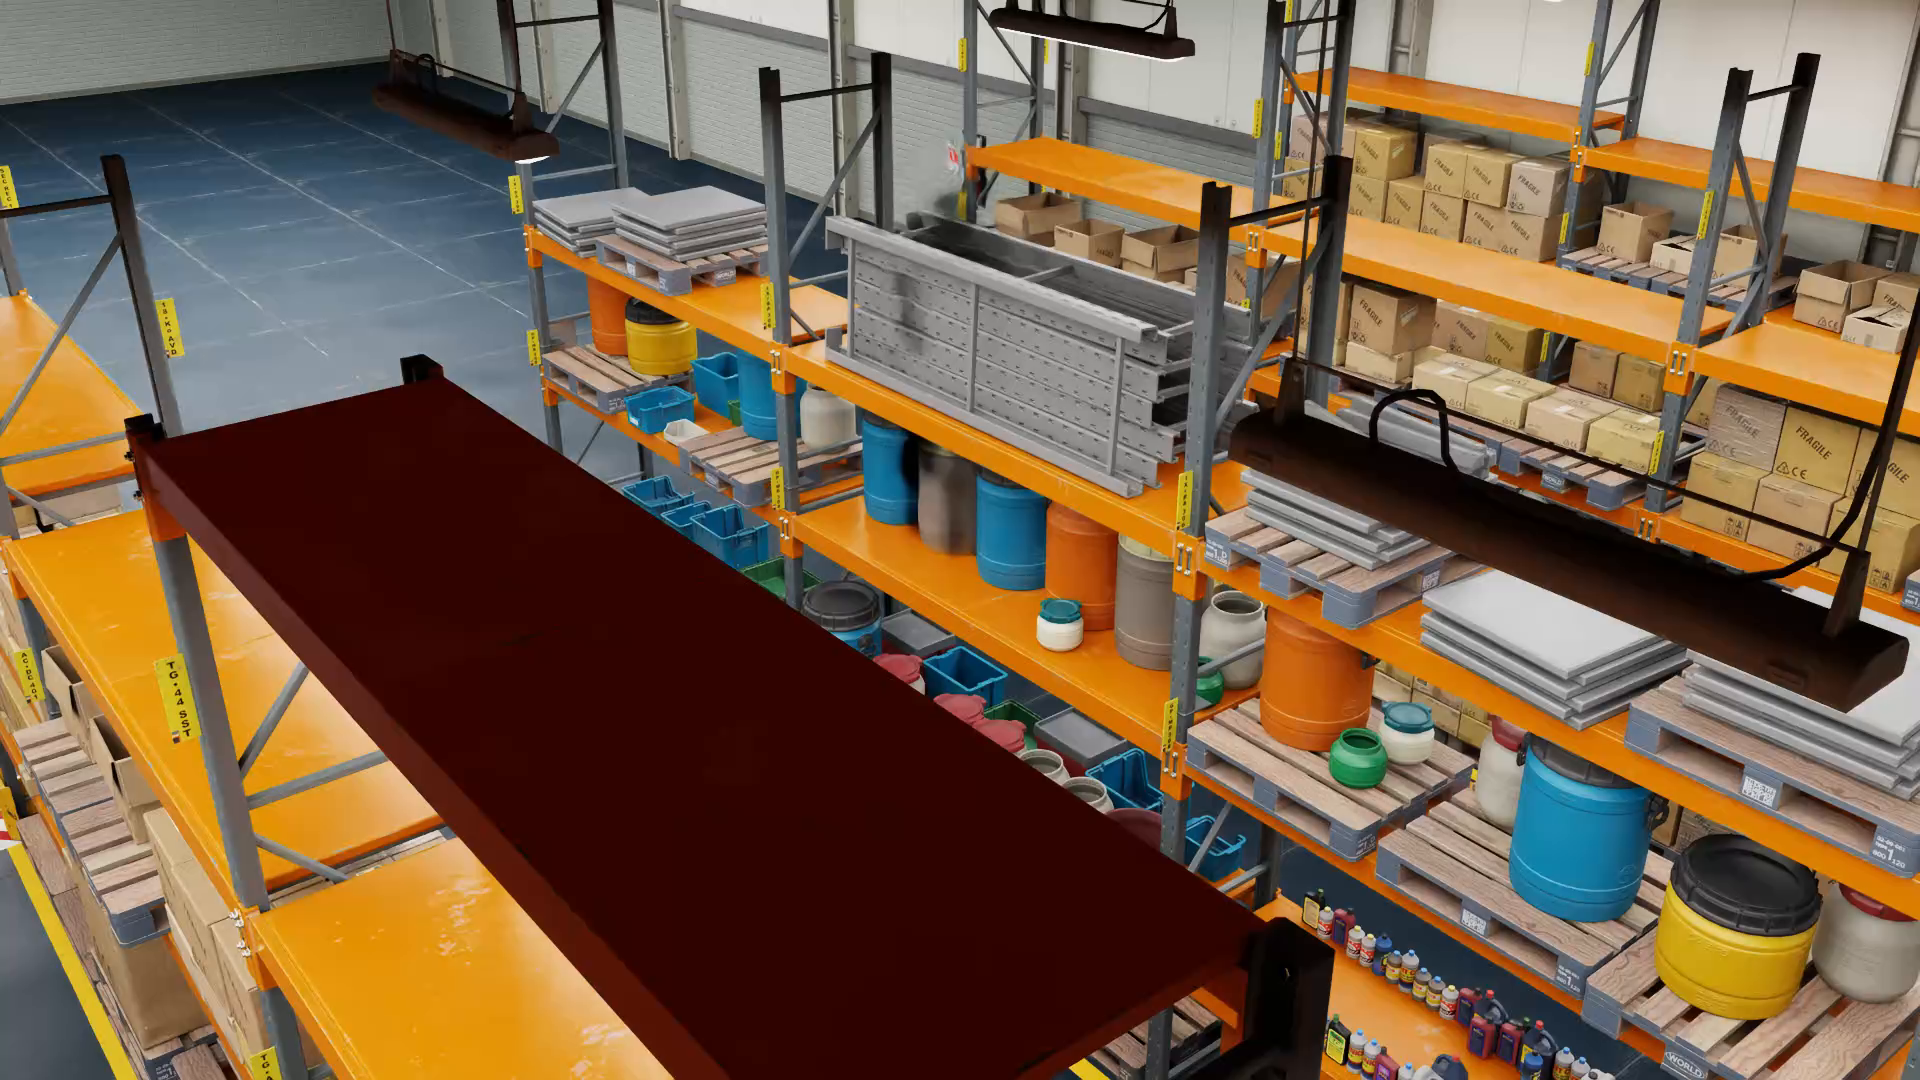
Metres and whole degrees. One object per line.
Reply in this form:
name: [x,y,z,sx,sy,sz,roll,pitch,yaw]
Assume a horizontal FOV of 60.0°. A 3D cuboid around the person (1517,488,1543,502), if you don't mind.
person: [5.270,0.209,15.870,0.614,1.585,0.526,-22,34,-38]
